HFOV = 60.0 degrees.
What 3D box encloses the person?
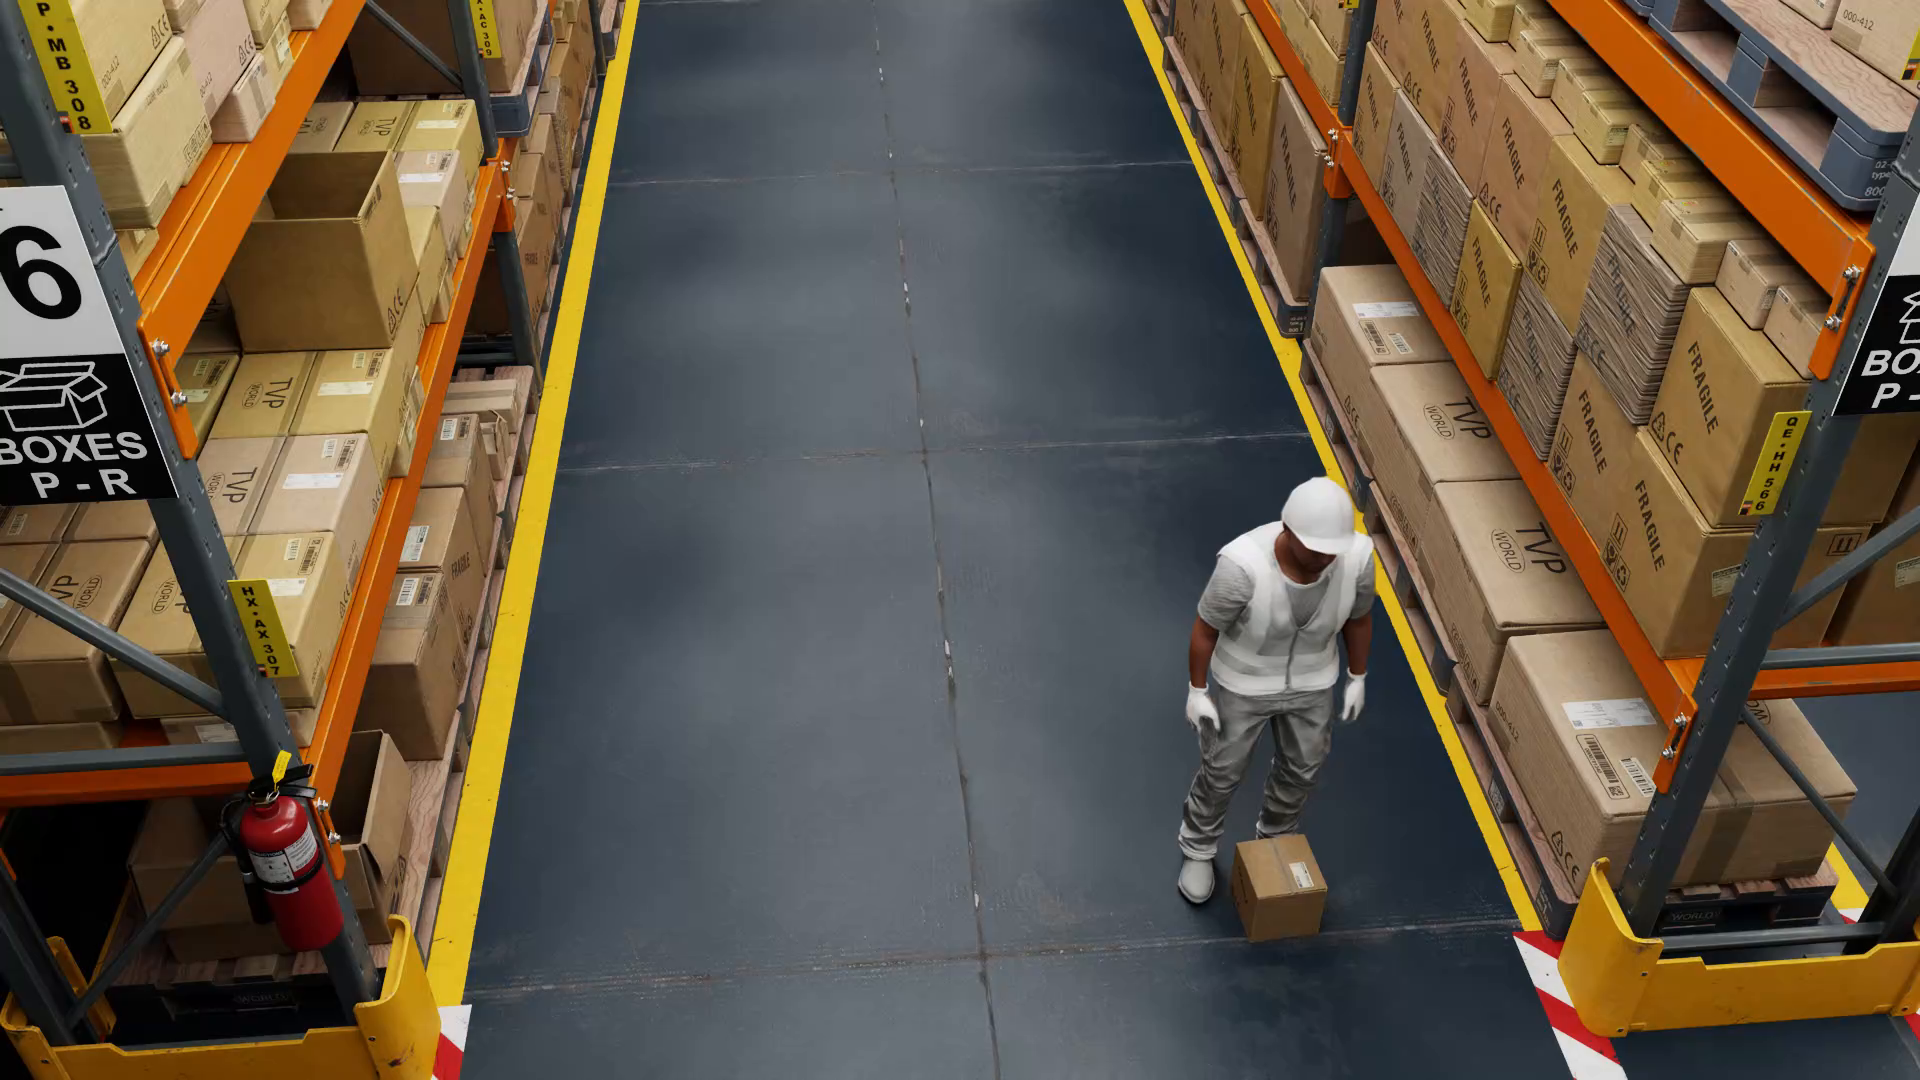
[{"bbox_3d":[1.052,0.491,5.534,0.617,1.774,0.450,-5,39,-6],"label":"person"}]
